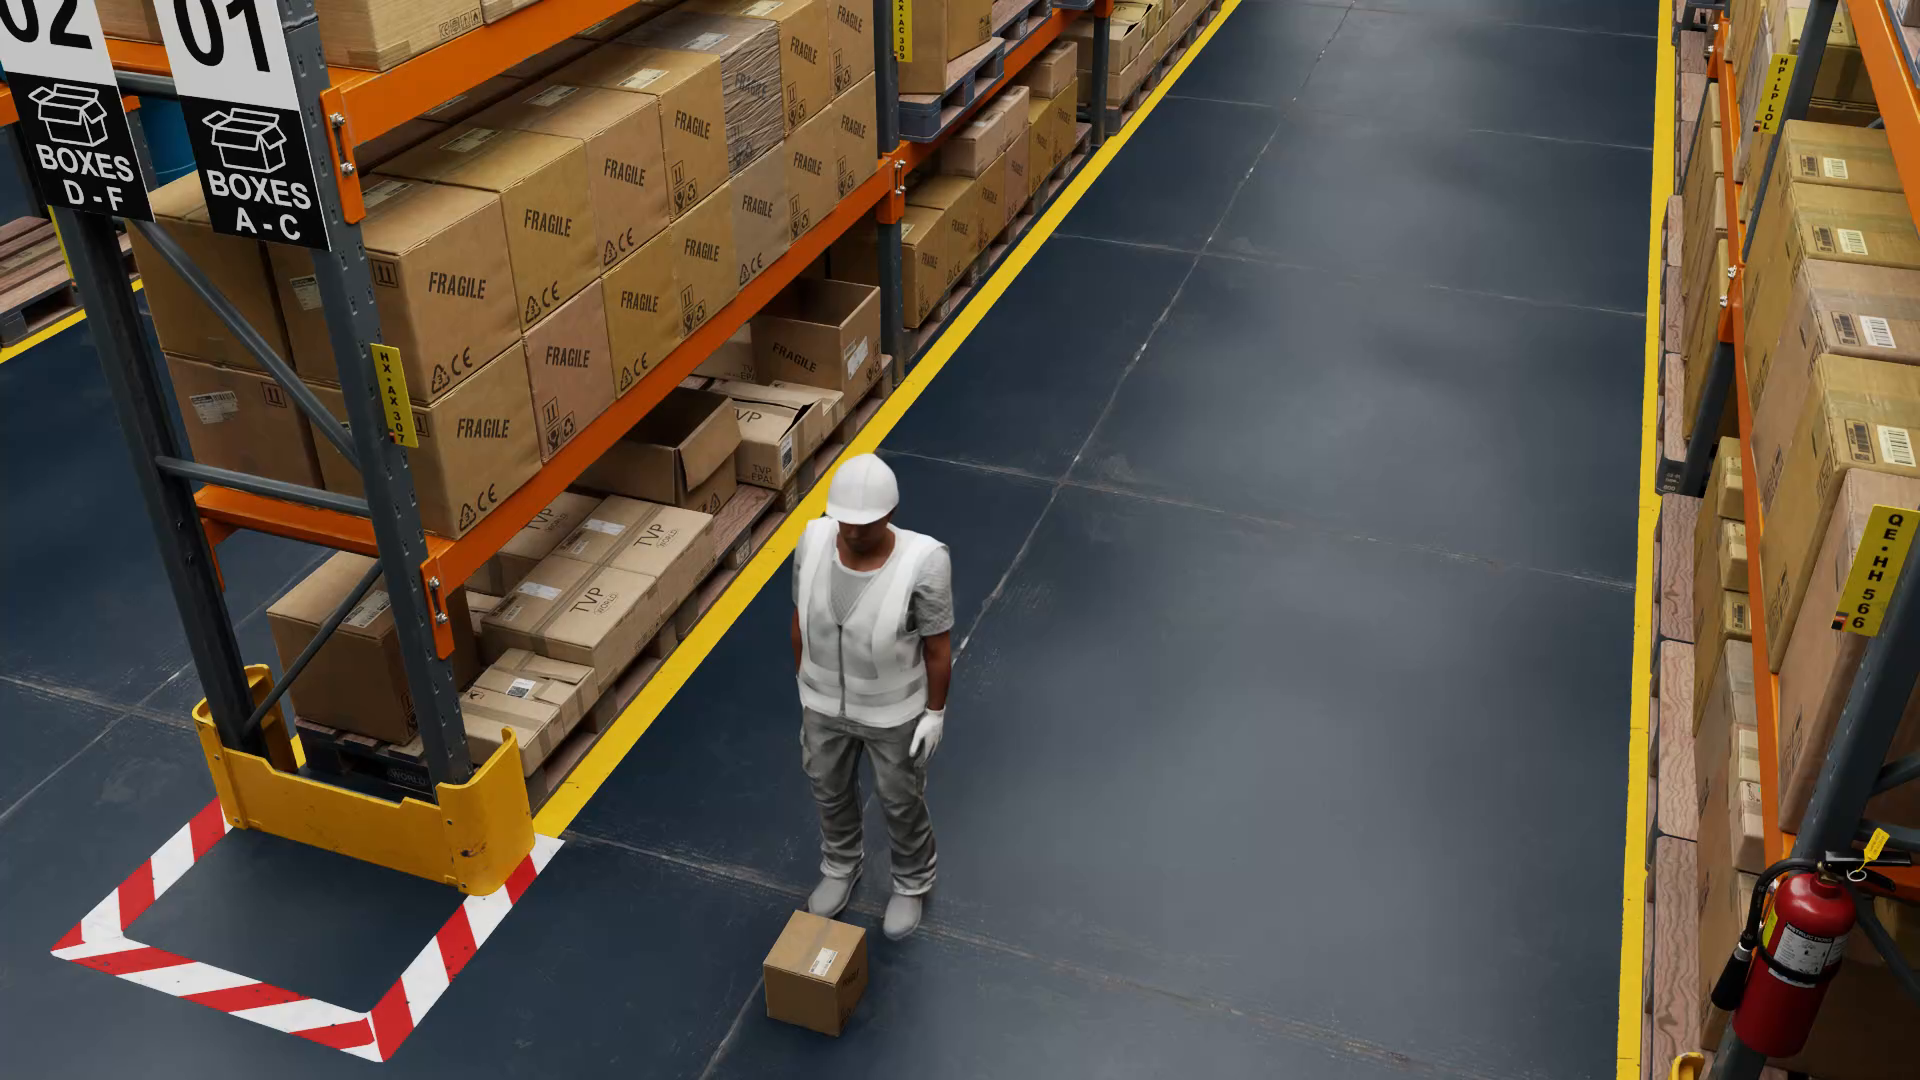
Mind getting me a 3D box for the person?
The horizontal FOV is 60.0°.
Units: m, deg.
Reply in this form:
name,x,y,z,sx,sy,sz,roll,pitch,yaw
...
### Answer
name,x,y,z,sx,sy,sz,roll,pitch,yaw
person,-0.289,0.518,5.336,0.547,1.791,0.361,12,35,18
